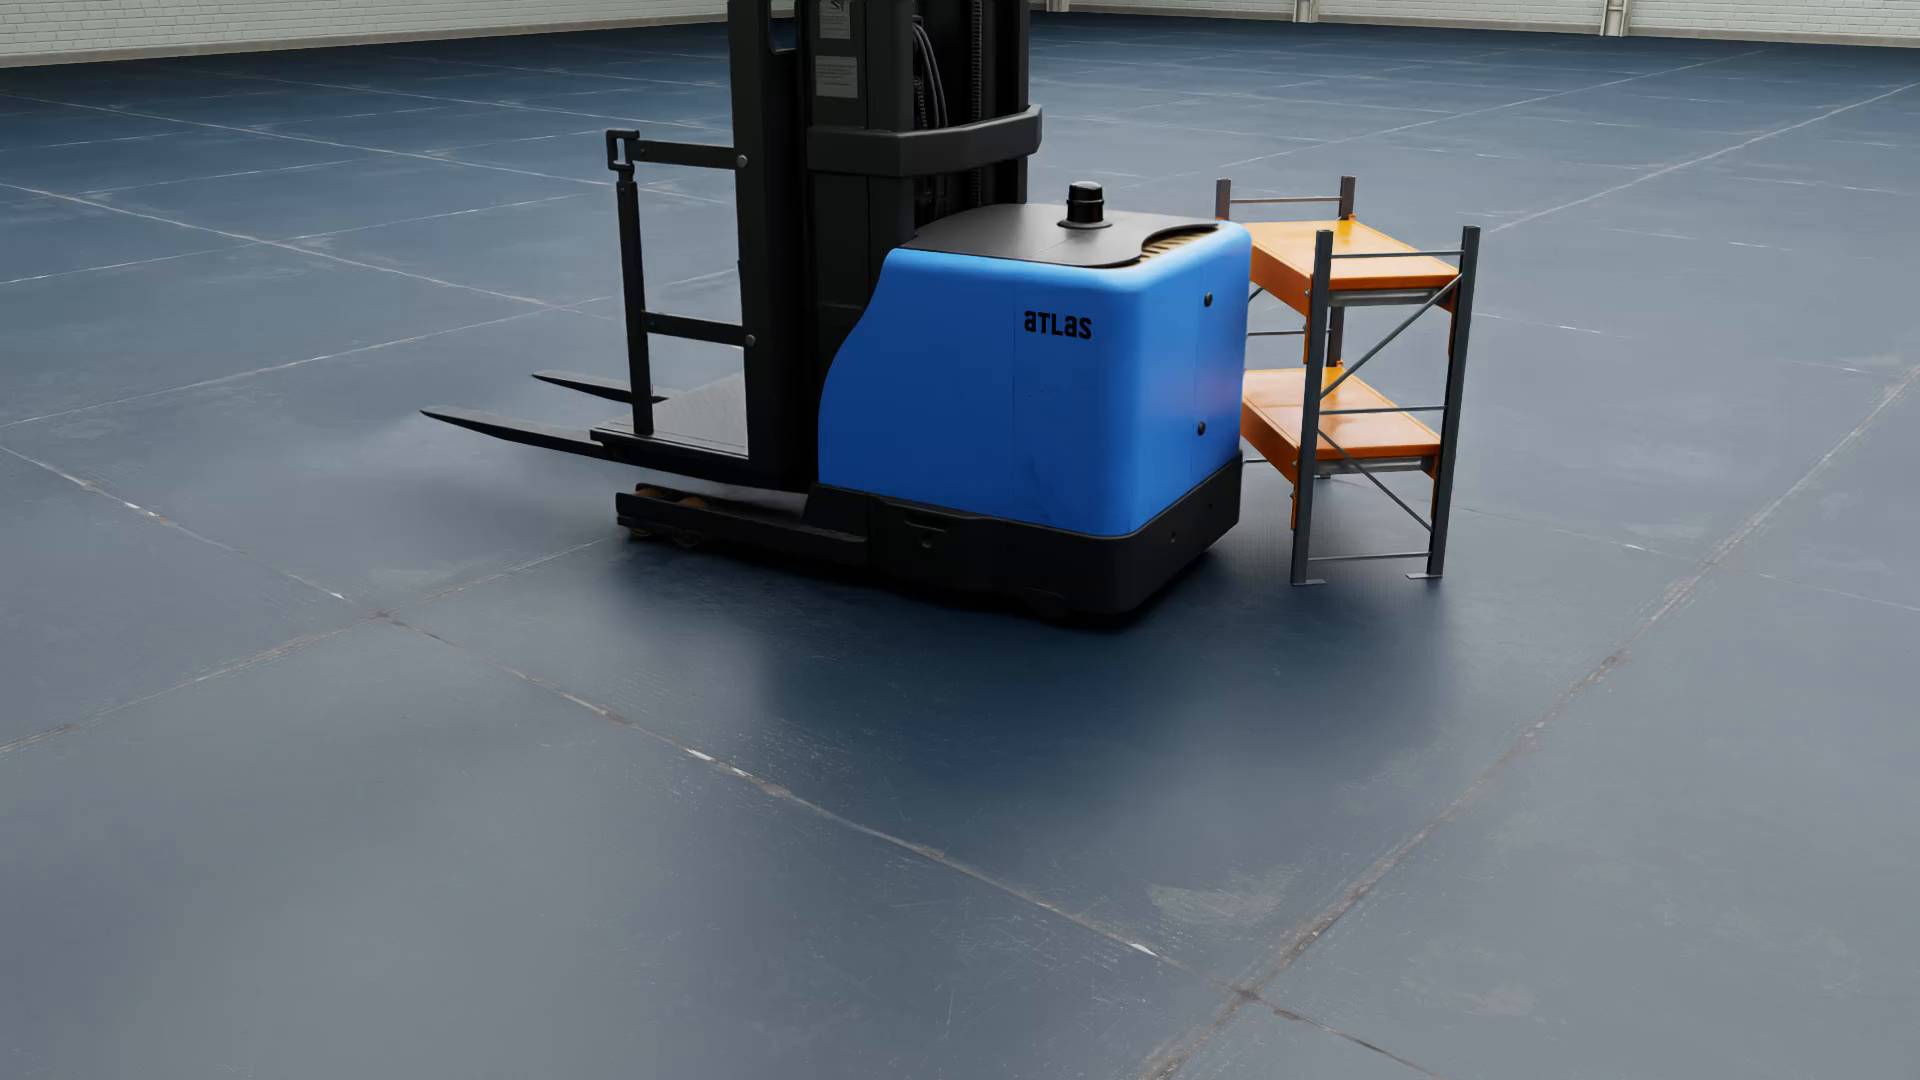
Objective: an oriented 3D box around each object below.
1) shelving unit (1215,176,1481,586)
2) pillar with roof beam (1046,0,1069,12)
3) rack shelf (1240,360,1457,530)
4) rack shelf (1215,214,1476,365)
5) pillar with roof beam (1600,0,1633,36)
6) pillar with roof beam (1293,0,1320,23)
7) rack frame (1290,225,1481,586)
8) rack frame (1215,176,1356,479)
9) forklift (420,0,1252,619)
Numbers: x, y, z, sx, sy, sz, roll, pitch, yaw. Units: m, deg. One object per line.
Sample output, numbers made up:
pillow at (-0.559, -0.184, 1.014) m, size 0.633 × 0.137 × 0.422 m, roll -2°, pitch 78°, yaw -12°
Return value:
shelving unit at (1.228, -0.575, 5.600) m, size 0.538 × 1.125 × 1.048 m, roll -3°, pitch 21°, yaw -8°
pillar with roof beam at (-0.598, -14.524, 31.430) m, size 0.400 × 9.000 × 9.100 m, roll 16°, pitch 26°, yaw 36°
rack shelf at (1.228, -0.347, 5.686) m, size 0.538 × 0.278 × 1.000 m, roll -3°, pitch 21°, yaw -8°
rack shelf at (1.228, -0.849, 5.496) m, size 0.538 × 0.278 × 1.000 m, roll -3°, pitch 21°, yaw -8°
pillar with roof beam at (8.699, -11.847, 24.331) m, size 0.400 × 9.000 × 9.100 m, roll 16°, pitch 26°, yaw 36°
pillar with roof beam at (4.050, -13.186, 27.881) m, size 0.400 × 9.000 × 9.100 m, roll 16°, pitch 26°, yaw 36°
rack frame at (1.302, -0.398, 5.129) m, size 0.500 × 1.125 × 0.032 m, roll -3°, pitch 21°, yaw -8°
rack frame at (1.153, -0.753, 6.070) m, size 0.500 × 1.125 × 0.032 m, roll -3°, pitch 21°, yaw -8°
forklift at (-0.587, -1.496, 5.482) m, size 3.031 × 2.935 × 1.130 m, roll 11°, pitch 23°, yaw 28°
